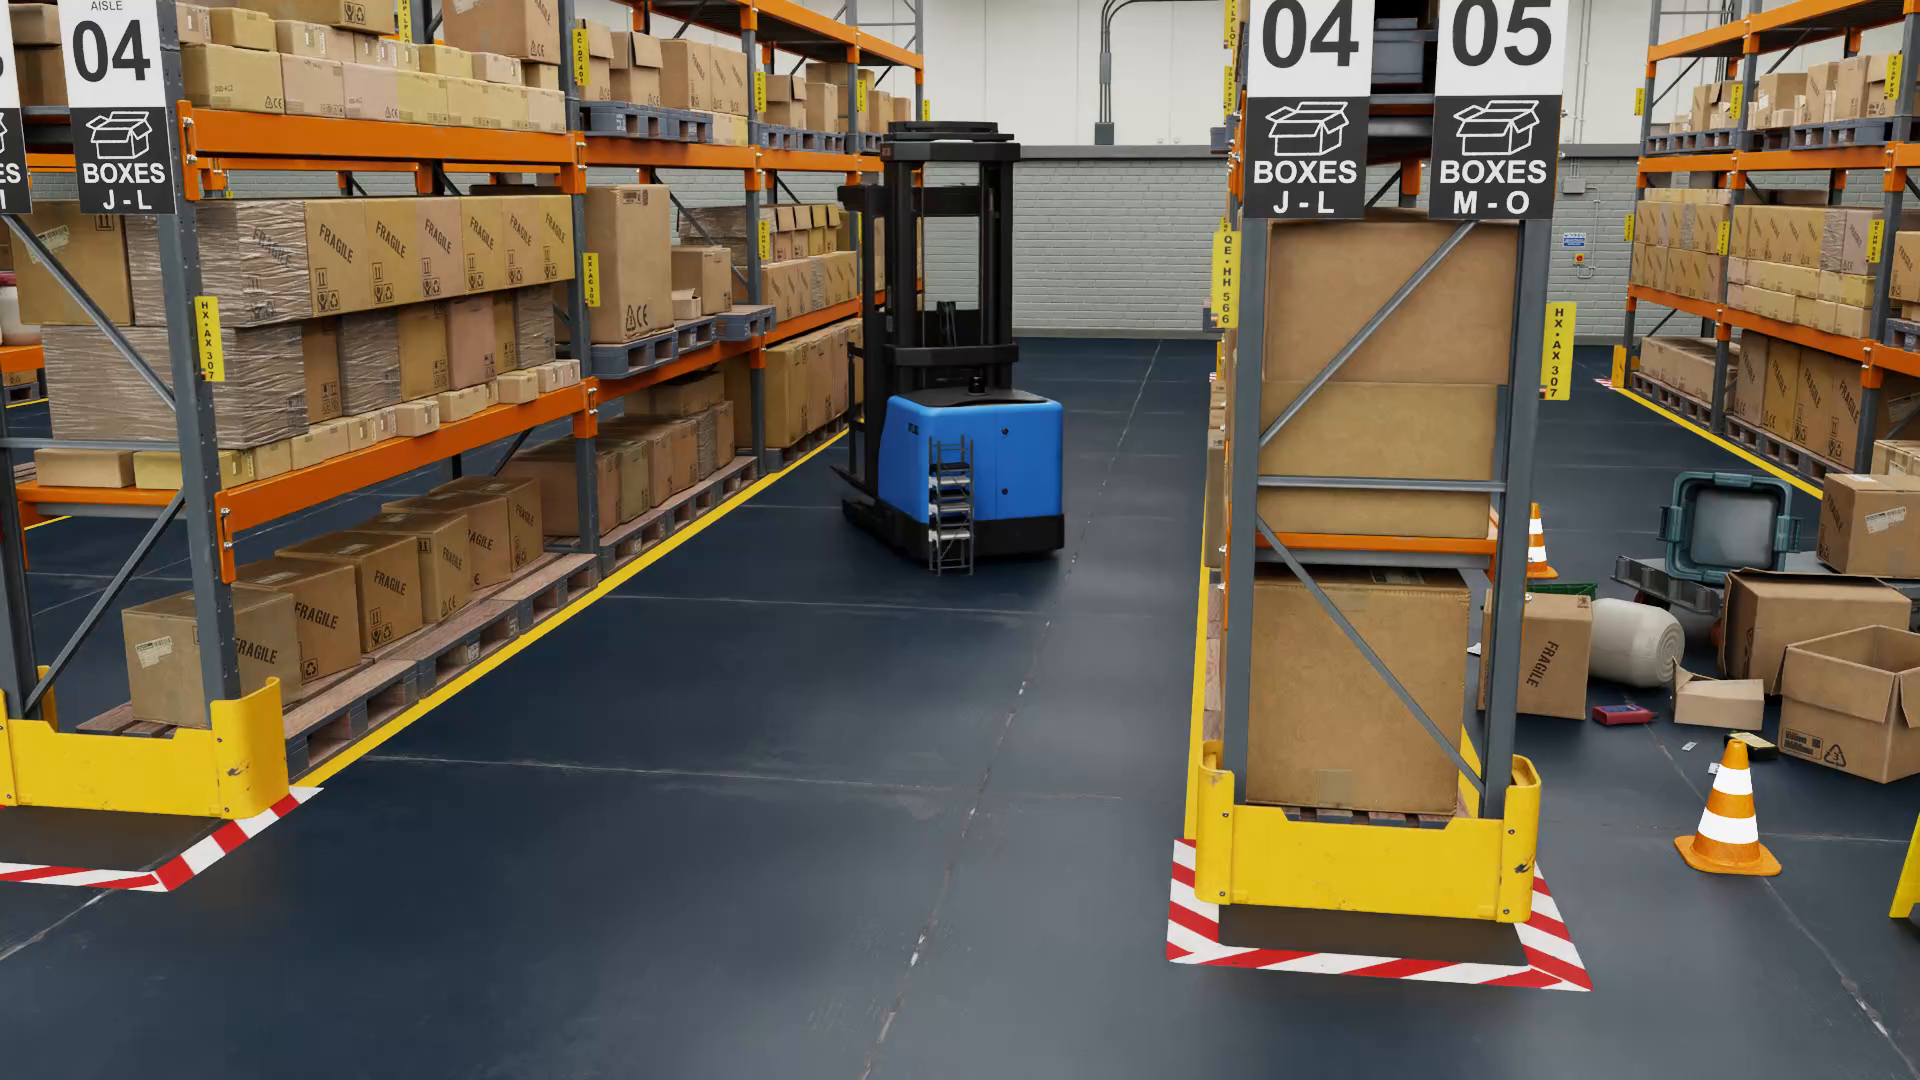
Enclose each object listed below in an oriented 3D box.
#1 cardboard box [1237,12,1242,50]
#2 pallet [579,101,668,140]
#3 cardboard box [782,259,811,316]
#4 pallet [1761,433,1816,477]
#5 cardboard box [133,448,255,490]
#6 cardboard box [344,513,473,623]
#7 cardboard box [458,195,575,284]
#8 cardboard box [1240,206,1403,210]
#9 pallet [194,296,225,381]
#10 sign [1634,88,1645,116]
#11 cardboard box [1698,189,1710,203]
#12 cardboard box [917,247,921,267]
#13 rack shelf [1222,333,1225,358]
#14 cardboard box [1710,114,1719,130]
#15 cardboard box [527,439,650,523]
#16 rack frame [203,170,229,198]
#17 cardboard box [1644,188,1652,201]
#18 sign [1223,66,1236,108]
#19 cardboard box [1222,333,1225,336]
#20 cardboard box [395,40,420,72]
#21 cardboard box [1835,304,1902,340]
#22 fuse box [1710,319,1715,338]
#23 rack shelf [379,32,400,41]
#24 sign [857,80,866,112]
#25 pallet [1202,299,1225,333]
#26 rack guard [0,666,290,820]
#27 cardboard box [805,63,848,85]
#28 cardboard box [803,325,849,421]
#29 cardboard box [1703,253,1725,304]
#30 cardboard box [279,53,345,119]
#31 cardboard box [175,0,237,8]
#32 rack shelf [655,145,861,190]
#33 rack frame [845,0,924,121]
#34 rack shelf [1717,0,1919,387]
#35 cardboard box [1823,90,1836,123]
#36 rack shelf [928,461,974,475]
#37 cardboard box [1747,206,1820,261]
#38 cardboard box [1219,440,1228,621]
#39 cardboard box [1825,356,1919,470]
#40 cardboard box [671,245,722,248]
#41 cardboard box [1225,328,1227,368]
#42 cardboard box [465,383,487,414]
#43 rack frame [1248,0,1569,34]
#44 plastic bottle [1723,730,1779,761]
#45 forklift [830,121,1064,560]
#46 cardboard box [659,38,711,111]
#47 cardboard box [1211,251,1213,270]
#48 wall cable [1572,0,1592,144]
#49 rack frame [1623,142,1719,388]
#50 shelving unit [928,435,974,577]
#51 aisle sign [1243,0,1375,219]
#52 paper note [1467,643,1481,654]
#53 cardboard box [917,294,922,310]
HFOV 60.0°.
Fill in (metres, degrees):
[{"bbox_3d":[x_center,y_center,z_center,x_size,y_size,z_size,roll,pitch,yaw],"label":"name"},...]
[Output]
[{"bbox_3d":[1.322,-2.079,6.761,0.380,0.149,0.250,2,12,8],"label":"cardboard box"},{"bbox_3d":[-2.621,-2.703,10.741,1.213,0.211,1.003,2,12,9],"label":"pallet"},{"bbox_3d":[-1.710,-2.391,15.732,0.500,0.500,0.500,2,12,8],"label":"cardboard box"},{"bbox_3d":[7.972,-0.767,15.049,1.003,0.211,1.213,2,12,9],"label":"pallet"},{"bbox_3d":[-3.157,-0.299,6.859,0.380,0.149,0.250,2,12,9],"label":"cardboard box"},{"bbox_3d":[-3.021,0.147,9.129,0.500,0.500,0.500,1,12,4],"label":"cardboard box"},{"bbox_3d":[-2.618,-1.784,9.833,0.500,0.500,0.500,2,12,9],"label":"cardboard box"},{"bbox_3d":[1.974,-1.547,9.132,0.875,0.550,0.550,2,12,9],"label":"cardboard box"},{"bbox_3d":[-5.649,-0.290,8.365,6.086,2.096,2.714,2,12,9],"label":"pallet"},{"bbox_3d":[8.269,-5.332,20.231,0.100,0.325,0.005,2,12,9],"label":"sign"},{"bbox_3d":[8.154,-3.686,17.827,0.380,0.149,0.250,2,12,8],"label":"cardboard box"},{"bbox_3d":[-0.788,-3.664,21.524,0.500,0.250,0.500,2,12,8],"label":"cardboard box"},{"bbox_3d":[2.987,-1.919,15.485,1.077,0.370,4.000,2,12,9],"label":"rack shelf"},{"bbox_3d":[8.024,-4.344,17.270,0.380,0.149,0.250,2,12,10],"label":"cardboard box"},{"bbox_3d":[-2.613,-0.422,11.721,0.700,0.500,0.500,2,12,8],"label":"cardboard box"},{"bbox_3d":[-10.763,-4.023,23.541,1.000,3.000,0.127,2,12,9],"label":"rack frame"},{"bbox_3d":[8.488,-4.170,20.072,0.380,0.149,0.250,2,12,10],"label":"cardboard box"},{"bbox_3d":[2.144,-3.591,13.190,0.100,0.325,0.005,2,12,9],"label":"sign"},{"bbox_3d":[3.494,-2.524,20.943,0.380,0.149,0.250,1,12,6],"label":"cardboard box"},{"bbox_3d":[-2.912,-2.386,8.236,0.380,0.149,0.250,1,12,7],"label":"cardboard box"},{"bbox_3d":[7.407,-1.755,13.374,0.500,0.250,0.500,1,12,7],"label":"cardboard box"},{"bbox_3d":[11.714,-3.826,25.687,0.539,1.711,0.414,2,12,9],"label":"fuse box"},{"bbox_3d":[-6.792,-4.998,16.483,1.077,0.370,4.000,2,12,9],"label":"rack shelf"},{"bbox_3d":[-1.053,-4.726,17.708,0.100,0.325,0.005,2,12,9],"label":"sign"},{"bbox_3d":[2.684,-1.912,14.202,1.213,0.211,1.003,2,12,9],"label":"pallet"},{"bbox_3d":[-3.425,0.836,6.930,1.175,0.500,0.348,2,12,9],"label":"rack guard"},{"bbox_3d":[-1.440,-5.200,18.631,0.500,0.250,0.500,1,12,5],"label":"cardboard box"},{"bbox_3d":[-1.806,-1.715,16.879,1.225,0.875,0.875,1,12,7],"label":"cardboard box"},{"bbox_3d":[8.020,-2.701,17.170,0.500,0.500,0.500,2,12,9],"label":"cardboard box"},{"bbox_3d":[-3.033,-1.963,7.218,0.500,0.250,0.500,2,12,7],"label":"cardboard box"},{"bbox_3d":[-3.448,-2.606,7.718,0.500,0.500,0.500,2,12,9],"label":"cardboard box"},{"bbox_3d":[-1.898,-3.567,16.012,1.077,0.370,4.000,2,12,9],"label":"rack shelf"},{"bbox_3d":[-0.975,-6.634,21.416,1.000,3.000,0.127,2,12,9],"label":"rack frame"},{"bbox_3d":[7.586,-2.732,12.611,1.077,3.170,8.000,2,12,9],"label":"rack shelf"},{"bbox_3d":[7.452,-3.619,13.867,0.396,0.266,0.258,2,12,7],"label":"cardboard box"},{"bbox_3d":[5.472,-0.982,7.431,8.985,2.546,9.573,-4,13,-16],"label":"rack shelf"},{"bbox_3d":[7.799,-2.896,15.701,0.500,0.500,0.500,2,12,8],"label":"cardboard box"},{"bbox_3d":[1.899,-0.059,9.196,0.875,0.875,0.875,2,12,10],"label":"cardboard box"},{"bbox_3d":[7.775,-1.023,13.665,0.875,0.875,0.875,2,12,8],"label":"cardboard box"},{"bbox_3d":[-2.249,-2.176,13.738,0.500,0.500,0.500,0,12,2],"label":"cardboard box"},{"bbox_3d":[1.958,-1.293,10.635,0.500,0.500,0.500,2,12,8],"label":"cardboard box"},{"bbox_3d":[-2.805,-0.768,9.031,0.380,0.149,0.250,2,12,9],"label":"cardboard box"},{"bbox_3d":[1.449,-3.121,5.117,1.000,3.000,0.127,2,12,9],"label":"rack frame"},{"bbox_3d":[3.571,0.926,7.551,0.133,0.061,0.283,-2,12,-11],"label":"plastic bottle"},{"bbox_3d":[-3.313,-1.863,13.682,5.949,2.935,7.733,-4,13,-19],"label":"forklift"},{"bbox_3d":[-2.191,-3.478,12.470,0.500,0.500,0.500,2,12,10],"label":"cardboard box"},{"bbox_3d":[2.302,-2.344,13.939,0.380,0.149,0.250,1,12,6],"label":"cardboard box"},{"bbox_3d":[9.413,-7.506,25.462,0.463,3.000,0.029,2,12,9],"label":"wall cable"},{"bbox_3d":[8.817,-3.380,20.558,1.000,3.000,0.127,2,12,9],"label":"rack frame"},{"bbox_3d":[5.472,-0.665,7.502,8.985,3.194,9.577,-4,13,-16],"label":"shelving unit"},{"bbox_3d":[1.142,-1.455,5.452,0.394,0.787,0.004,2,12,9],"label":"aisle sign"},{"bbox_3d":[2.856,0.599,9.140,0.147,0.020,0.142,-7,14,-30],"label":"paper note"},{"bbox_3d":[-0.995,-2.732,21.597,0.875,0.875,0.875,2,12,9],"label":"cardboard box"}]
